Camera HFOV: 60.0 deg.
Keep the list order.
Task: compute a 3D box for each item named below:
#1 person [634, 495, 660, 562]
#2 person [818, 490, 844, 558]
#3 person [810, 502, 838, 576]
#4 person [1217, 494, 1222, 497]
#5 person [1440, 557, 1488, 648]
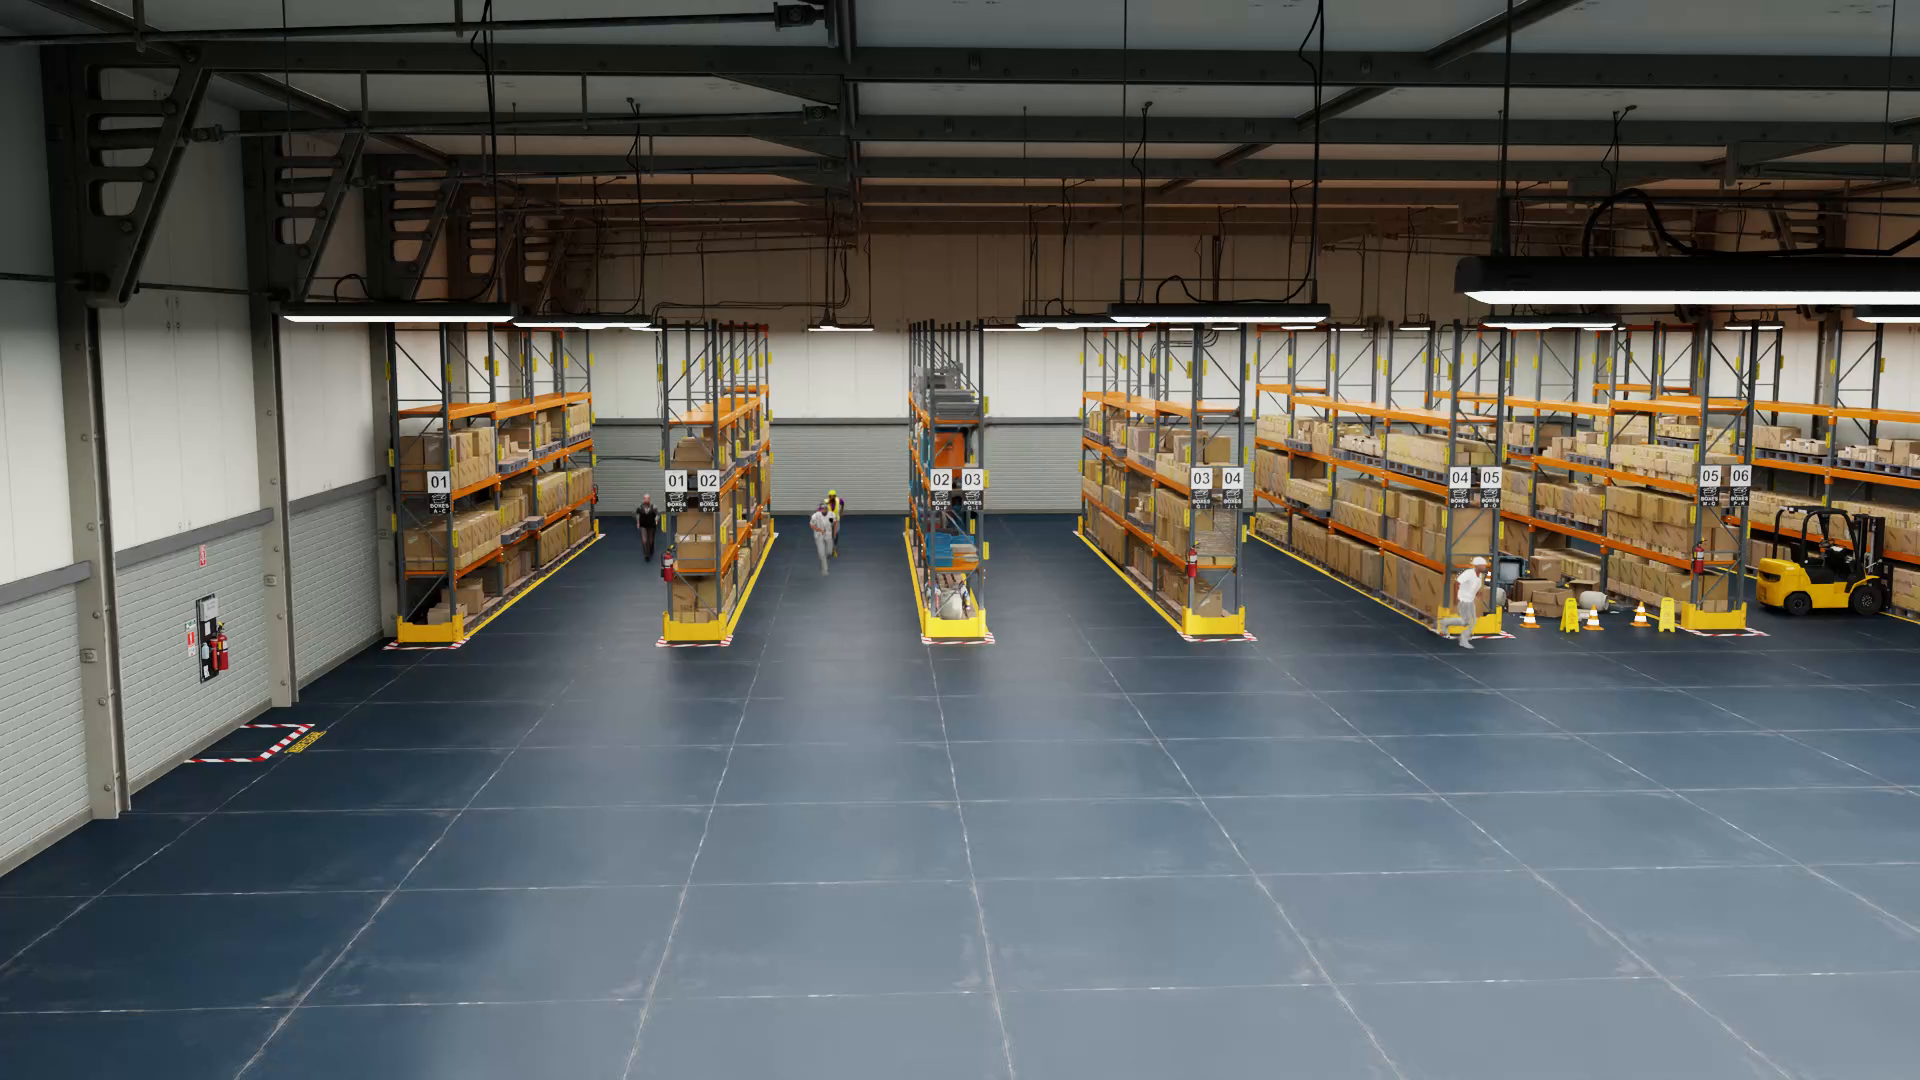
[{"bbox_3d":[-7.934,-0.316,42.223,0.647,1.696,0.829,-1,7,-9],"label":"person"},{"bbox_3d":[-3.333,-0.438,43.026,0.690,1.765,0.952,-1,7,-7],"label":"person"},{"bbox_3d":[-3.064,-0.040,37.630,0.654,1.710,0.731,-1,7,-9],"label":"person"},{"bbox_3d":[7.333,-0.945,47.134,0.661,1.731,0.585,1,7,5],"label":"person"},{"bbox_3d":[9.275,1.135,30.586,0.845,1.693,0.686,5,9,35],"label":"person"}]
